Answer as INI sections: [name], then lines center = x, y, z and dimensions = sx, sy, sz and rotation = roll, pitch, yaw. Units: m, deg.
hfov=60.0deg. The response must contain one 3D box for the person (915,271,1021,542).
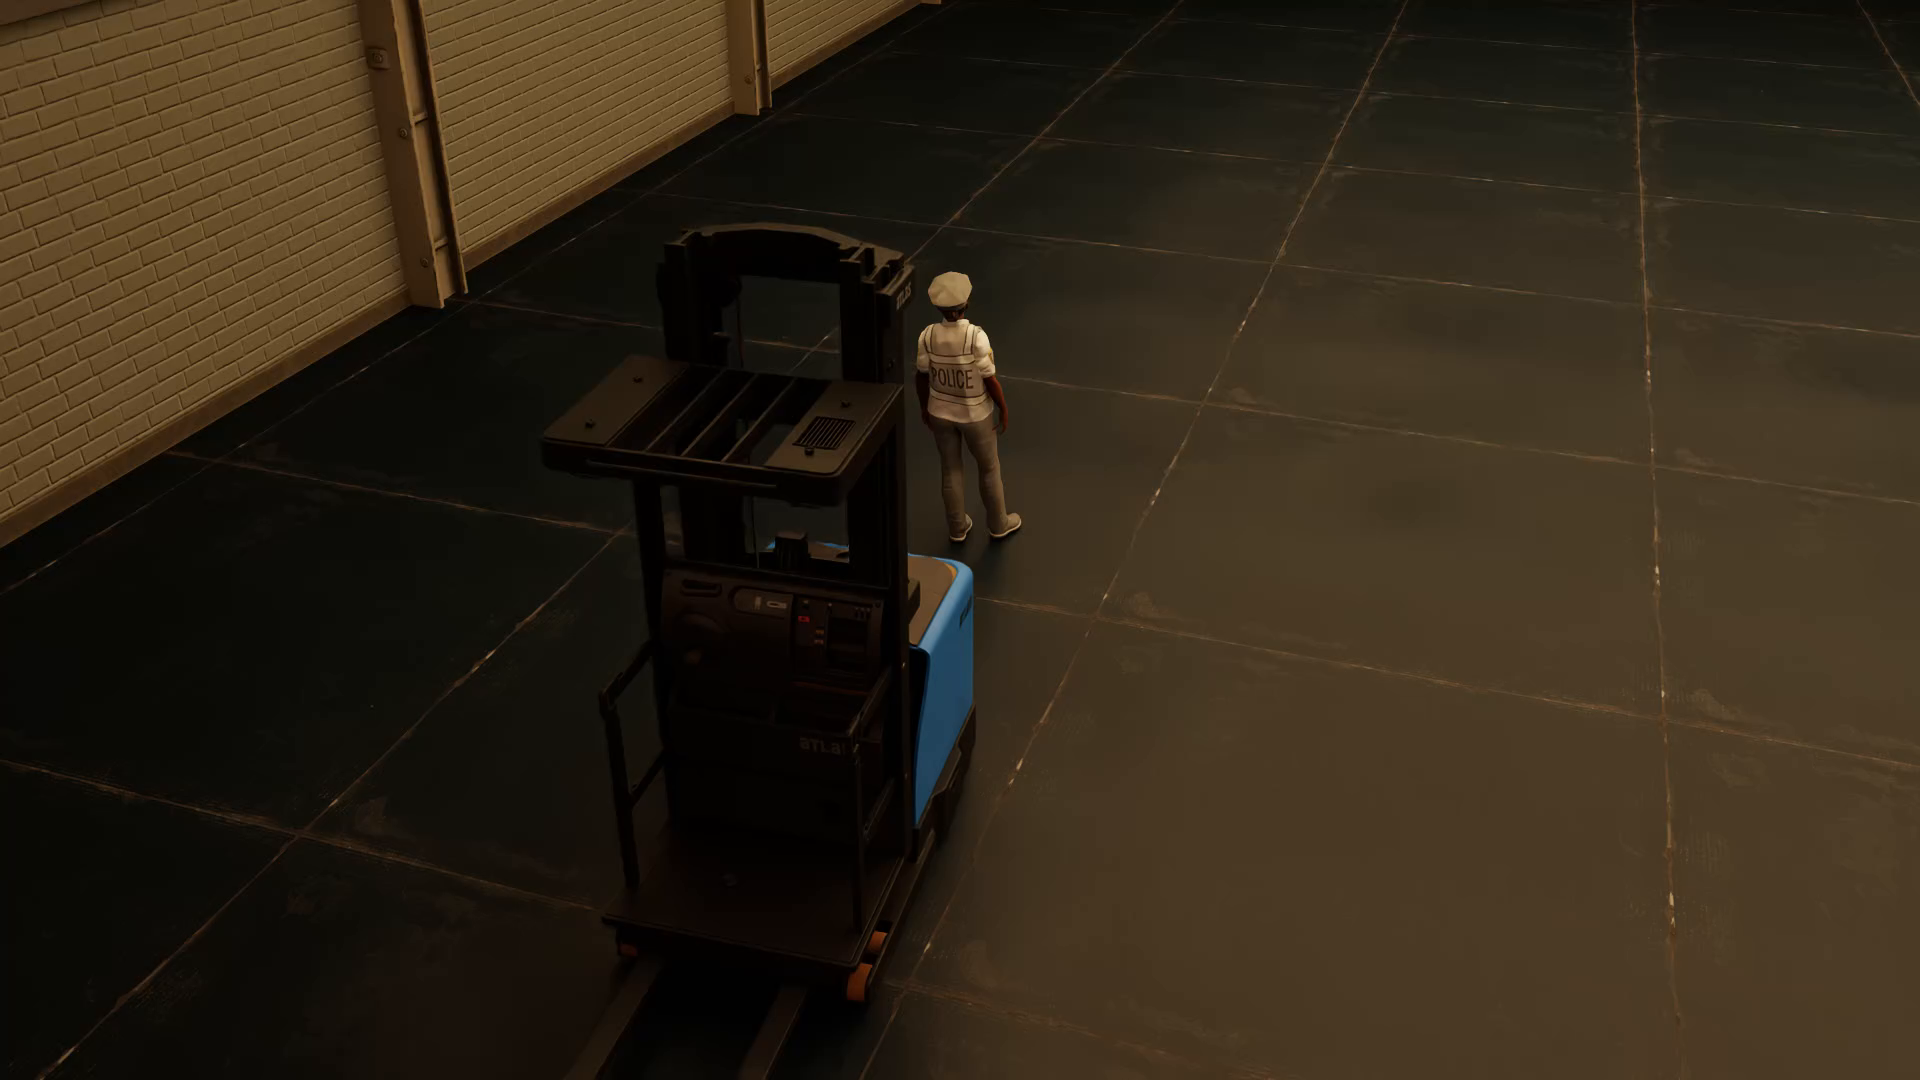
[person]
center = 0.043, -0.774, 9.729
dimensions = 0.569, 1.695, 0.528
rotation = 10, 31, 16

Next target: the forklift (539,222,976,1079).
[forklift]
center = -0.806, 0.400, 6.434
dimensions = 1.130, 2.935, 3.031
rotation = 8, 31, 13
